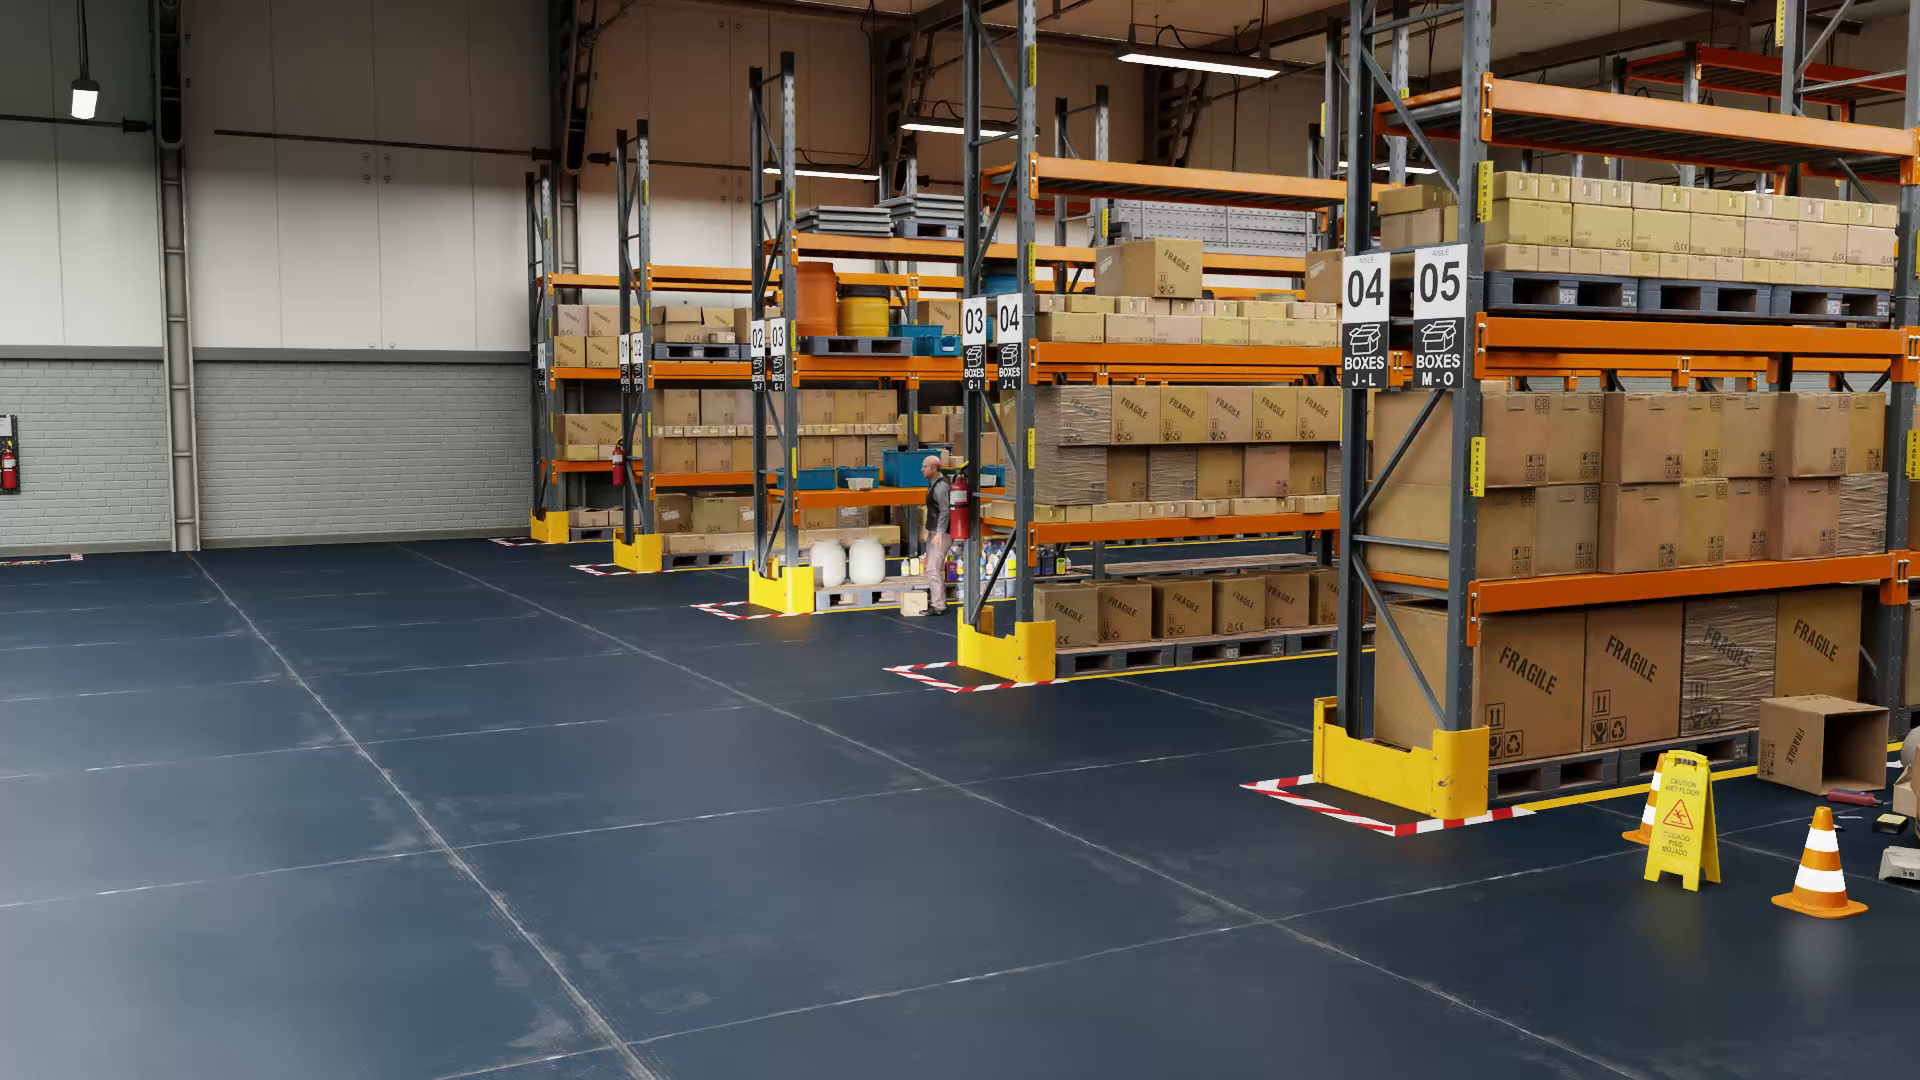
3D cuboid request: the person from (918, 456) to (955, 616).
[{"bbox_3d":[-0.246,-0.054,18.003,0.466,1.720,0.579,-1,5,-10],"label":"person"}]
